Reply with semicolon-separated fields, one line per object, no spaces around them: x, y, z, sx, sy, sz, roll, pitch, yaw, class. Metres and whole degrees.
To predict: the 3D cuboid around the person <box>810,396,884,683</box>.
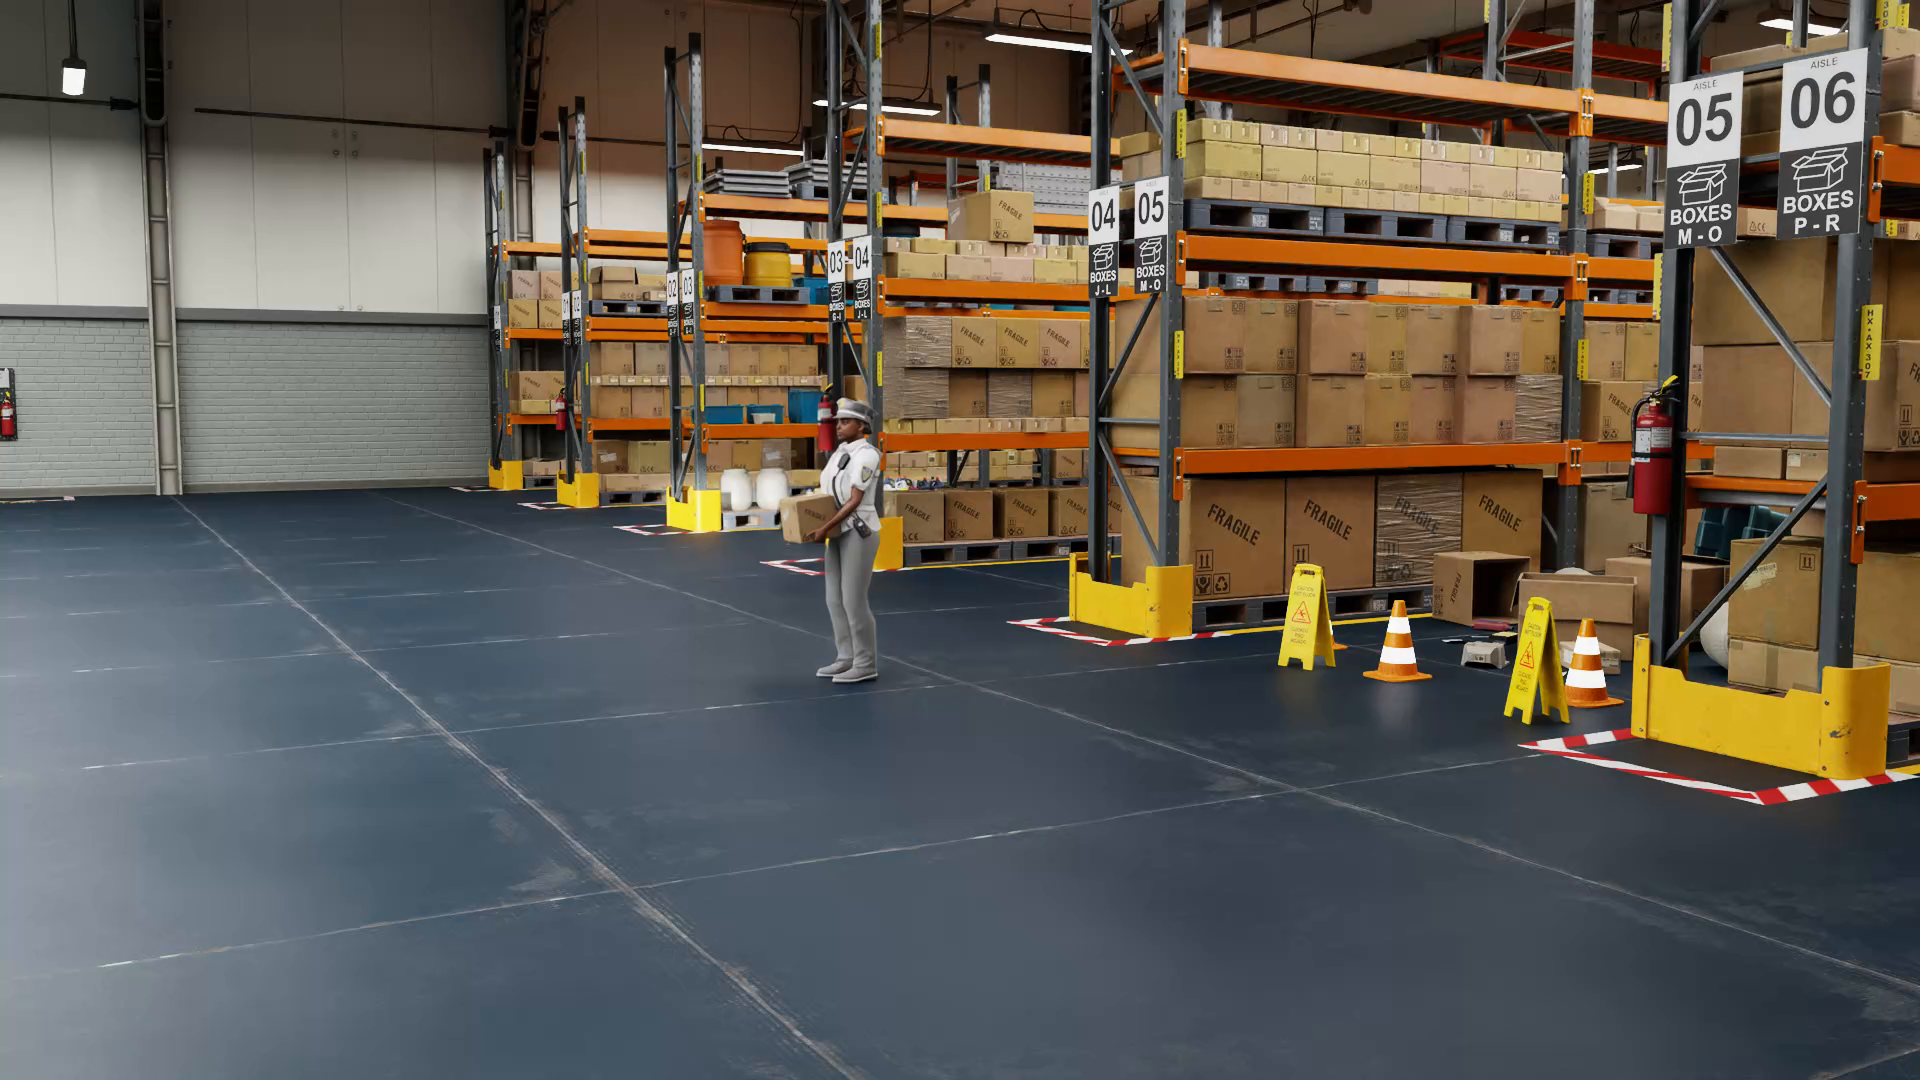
-0.713;-0.008;9.912;0.503;1.692;0.468;-3;6;-29;person
